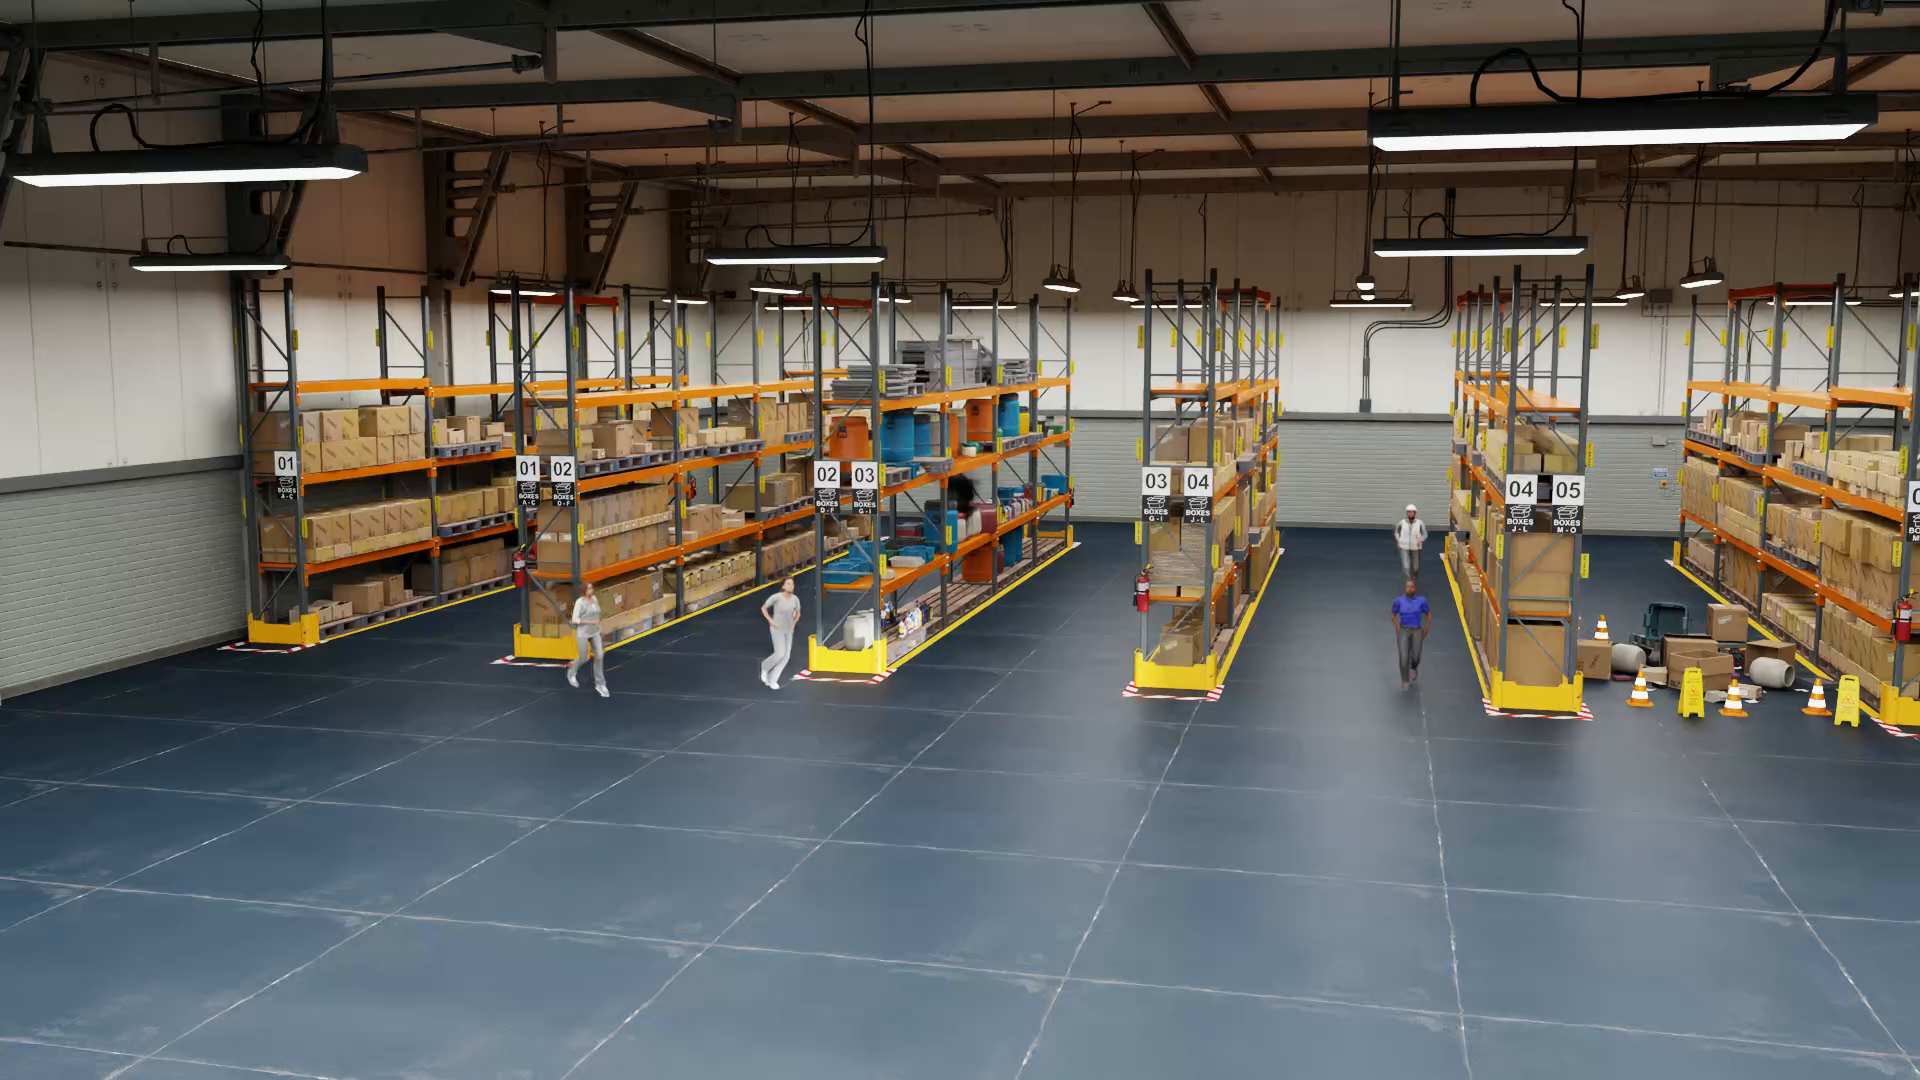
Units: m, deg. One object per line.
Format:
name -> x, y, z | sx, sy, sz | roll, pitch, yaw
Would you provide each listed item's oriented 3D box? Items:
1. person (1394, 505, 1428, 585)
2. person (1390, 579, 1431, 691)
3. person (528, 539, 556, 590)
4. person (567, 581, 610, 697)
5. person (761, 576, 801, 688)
person -> 9.012, 0.156, 33.288 | 0.652, 1.730, 0.639 | 2, 7, 17
person -> 6.460, 1.362, 23.875 | 0.576, 1.601, 0.587 | 2, 7, 16
person -> -7.367, 0.626, 29.550 | 0.617, 1.664, 0.967 | 1, 7, 6
person -> -5.301, 1.378, 23.615 | 0.828, 1.629, 0.554 | 6, 9, 39
person -> -2.565, 1.326, 24.080 | 0.565, 1.616, 0.536 | -5, 8, -35
